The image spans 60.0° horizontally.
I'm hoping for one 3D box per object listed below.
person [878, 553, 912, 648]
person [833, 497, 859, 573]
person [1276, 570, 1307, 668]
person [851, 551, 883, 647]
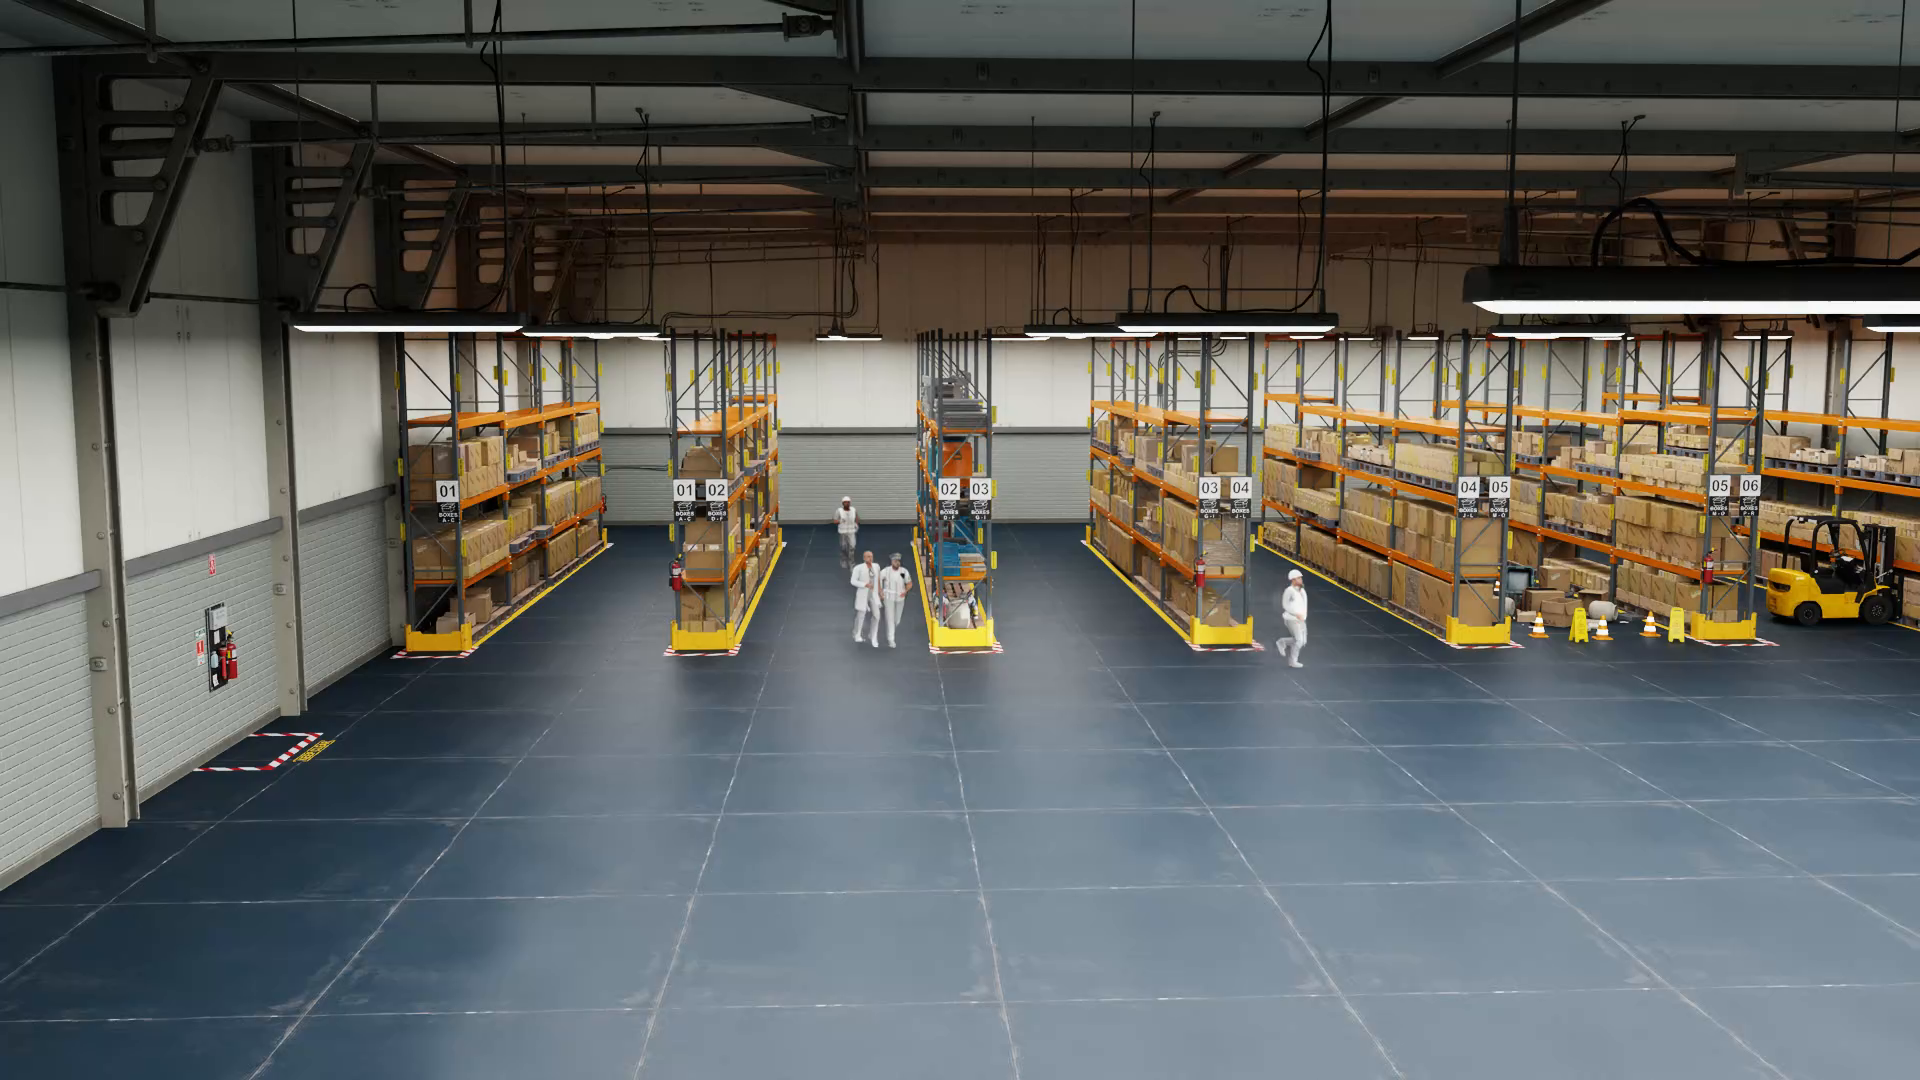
[{"bbox_3d":[-1.257,1.133,31.809,0.693,1.794,0.858,-2,7,-14],"label":"person"},{"bbox_3d":[-2.750,-0.142,40.322,0.664,1.834,0.770,-1,7,-12],"label":"person"},{"bbox_3d":[5.912,1.386,29.574,0.661,1.743,0.668,6,9,41],"label":"person"},{"bbox_3d":[-1.759,1.123,31.722,0.734,1.845,0.760,-3,7,-24],"label":"person"}]
